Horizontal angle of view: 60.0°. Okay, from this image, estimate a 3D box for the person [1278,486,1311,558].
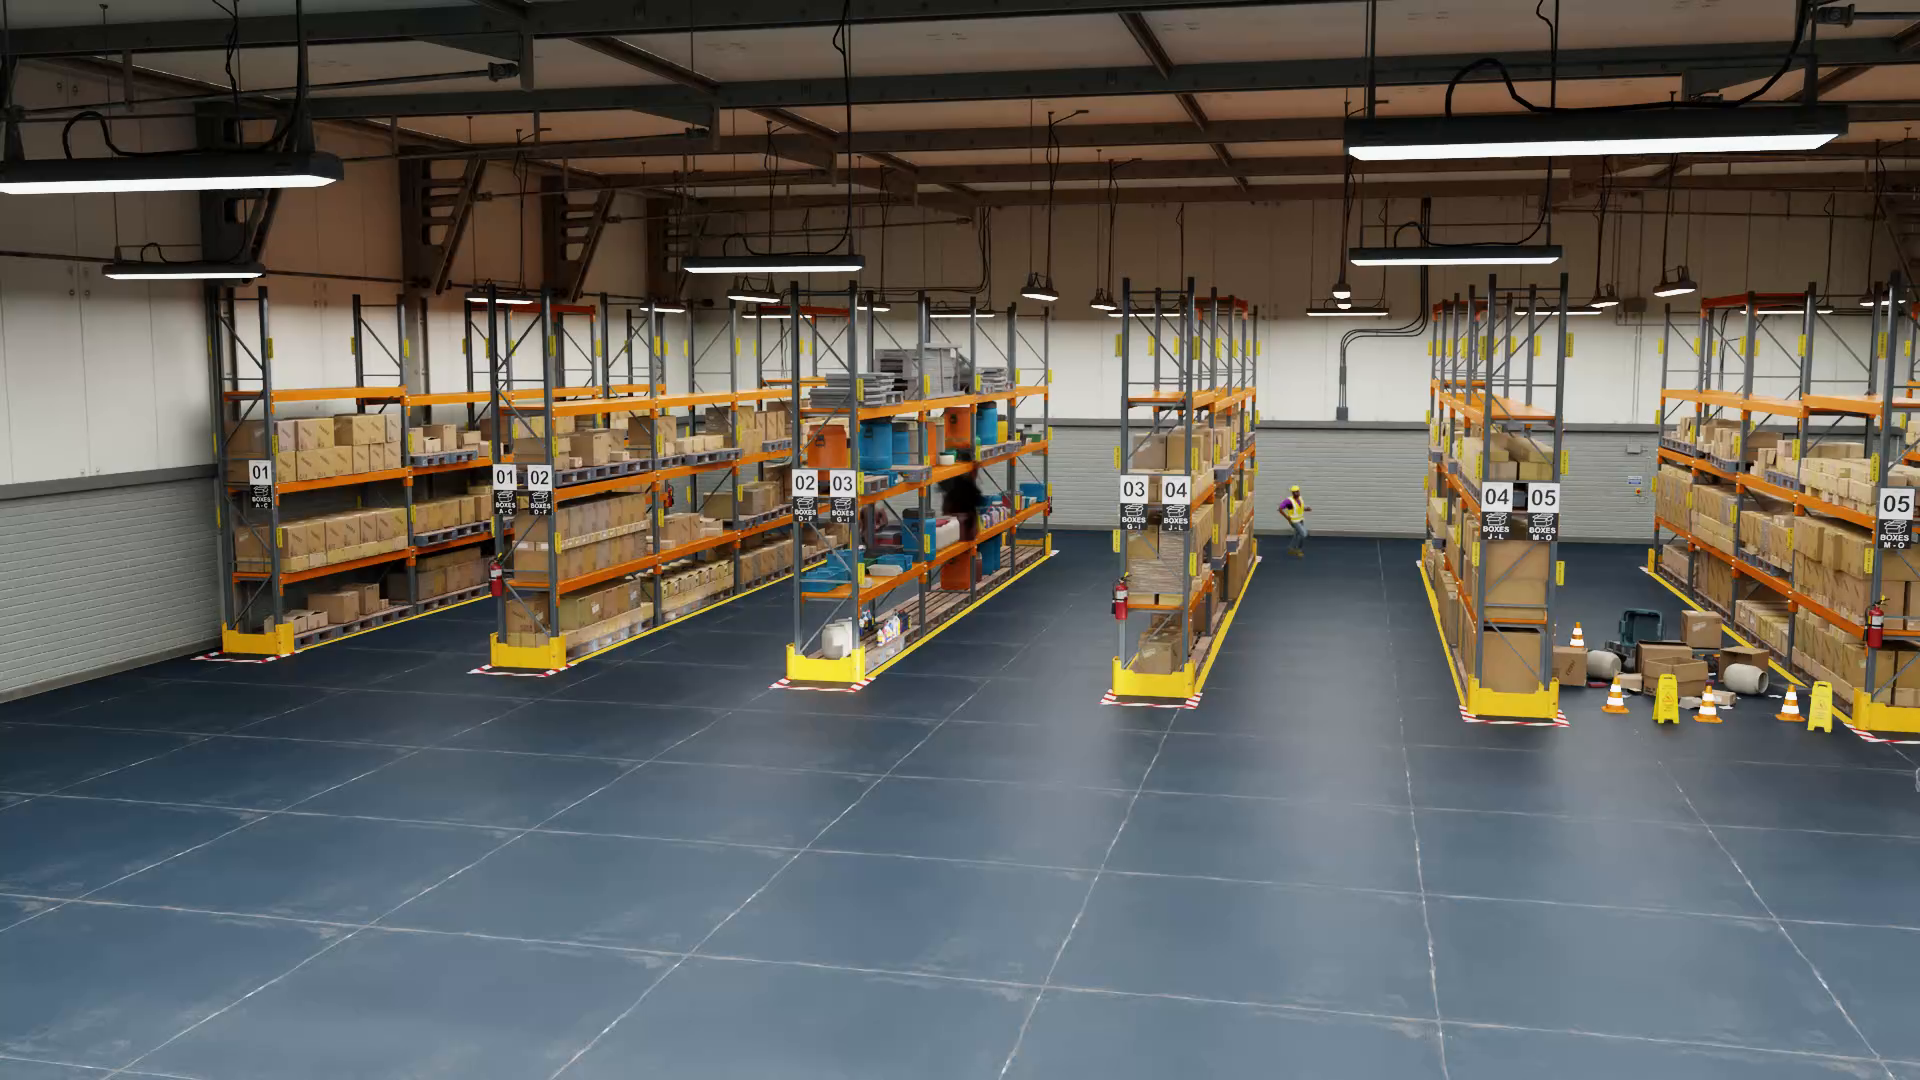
[{"bbox_3d":[8.061,-0.424,39.890,0.688,1.768,0.702,6,9,41],"label":"person"}]

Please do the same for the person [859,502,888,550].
[{"bbox_3d":[-1.952,-0.148,36.950,0.709,1.669,0.872,1,7,7],"label":"person"}]
